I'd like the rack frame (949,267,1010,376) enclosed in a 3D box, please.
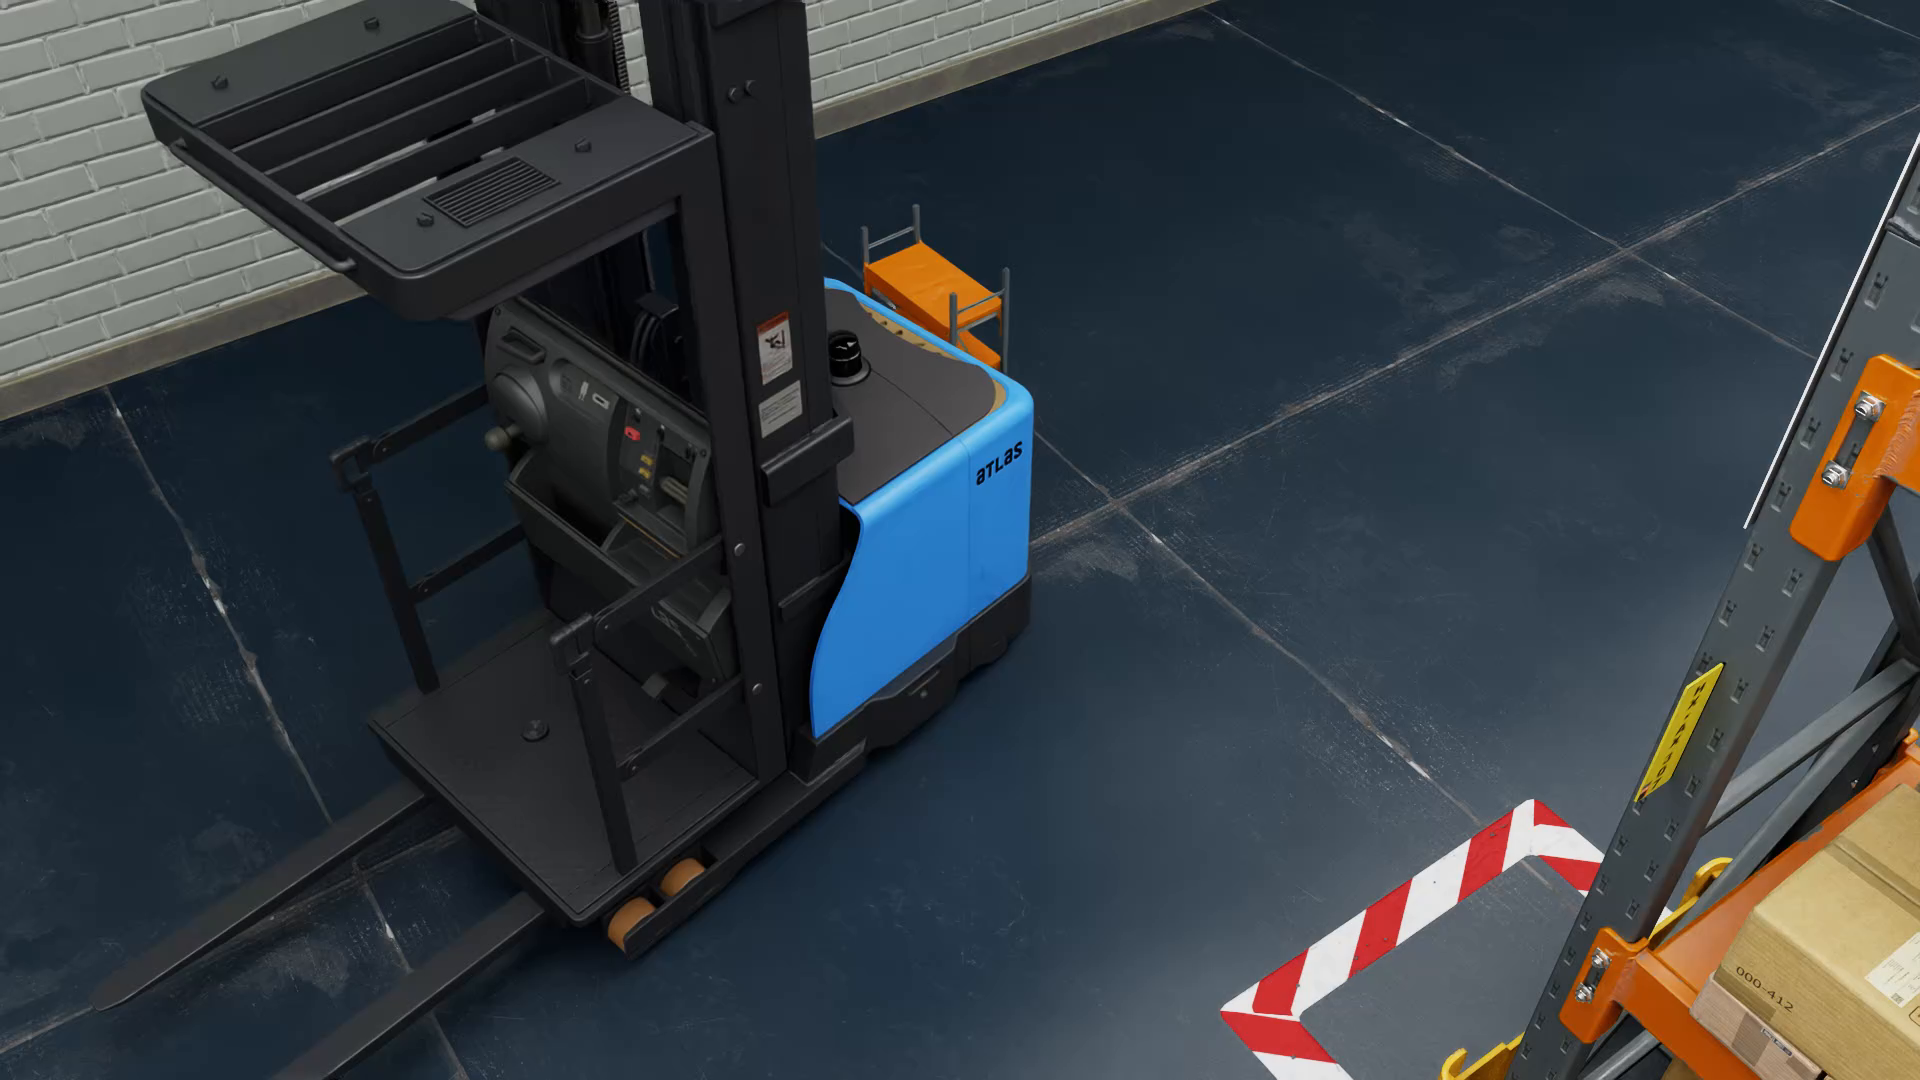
[{"bbox_3d":[0.064,-0.405,5.805,0.240,1.200,0.015,-29,51,-27],"label":"rack frame"}]

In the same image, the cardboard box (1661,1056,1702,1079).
[{"bbox_3d":[2.195,1.428,3.817,0.875,0.875,0.875,-26,49,-24],"label":"cardboard box"}]

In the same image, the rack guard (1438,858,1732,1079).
[{"bbox_3d":[1.750,1.371,4.452,1.175,0.500,0.348,-26,49,-24],"label":"rack guard"}]

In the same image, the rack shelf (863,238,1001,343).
[{"bbox_3d":[-0.087,-0.821,5.672,0.258,0.148,0.480,-29,51,-27],"label":"rack shelf"}]

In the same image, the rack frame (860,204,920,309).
[{"bbox_3d":[-0.238,-0.669,6.082,0.240,1.200,0.015,-29,51,-27],"label":"rack frame"}]

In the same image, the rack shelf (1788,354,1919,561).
[{"bbox_3d":[2.907,0.788,1.601,1.077,0.370,4.000,-26,49,-24],"label":"rack shelf"}]

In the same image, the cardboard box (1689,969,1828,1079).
[{"bbox_3d":[1.696,0.902,3.314,0.380,0.149,0.250,-25,49,-24],"label":"cardboard box"}]

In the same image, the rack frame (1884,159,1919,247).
[{"bbox_3d":[1.763,-1.690,1.503,1.000,3.000,0.127,-26,49,-24],"label":"rack frame"}]

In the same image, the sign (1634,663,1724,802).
[{"bbox_3d":[1.305,0.354,3.022,0.100,0.325,0.005,-26,49,-24],"label":"sign"}]

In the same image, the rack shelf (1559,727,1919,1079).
[{"bbox_3d":[2.907,1.873,2.637,1.077,0.370,4.000,-26,49,-24],"label":"rack shelf"}]

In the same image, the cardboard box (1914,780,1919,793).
[{"bbox_3d":[2.258,0.596,3.346,0.500,0.250,0.500,-26,50,-25],"label":"cardboard box"}]

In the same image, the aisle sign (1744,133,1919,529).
[{"bbox_3d":[1.476,-0.383,2.596,0.394,0.787,0.004,-26,49,-24],"label":"aisle sign"}]

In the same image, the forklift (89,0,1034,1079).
[{"bbox_3d":[-1.129,-0.232,4.371,1.130,2.935,3.031,33,53,30],"label":"forklift"}]

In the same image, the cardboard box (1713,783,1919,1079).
[{"bbox_3d":[1.816,0.805,3.127,0.500,0.250,0.500,-27,50,-25],"label":"cardboard box"}]

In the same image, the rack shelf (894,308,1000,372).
[{"bbox_3d":[-0.087,-0.650,5.835,0.258,0.148,0.480,-29,51,-27],"label":"rack shelf"}]

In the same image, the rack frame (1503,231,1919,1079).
[{"bbox_3d":[1.763,0.480,3.575,1.000,3.000,0.127,-26,49,-24],"label":"rack frame"}]

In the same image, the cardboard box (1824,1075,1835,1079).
[{"bbox_3d":[1.844,1.047,3.163,0.380,0.149,0.250,-26,50,-25],"label":"cardboard box"}]

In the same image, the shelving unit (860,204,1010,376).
[{"bbox_3d":[-0.087,-0.537,5.943,0.258,1.200,0.503,-29,51,-27],"label":"shelving unit"}]
